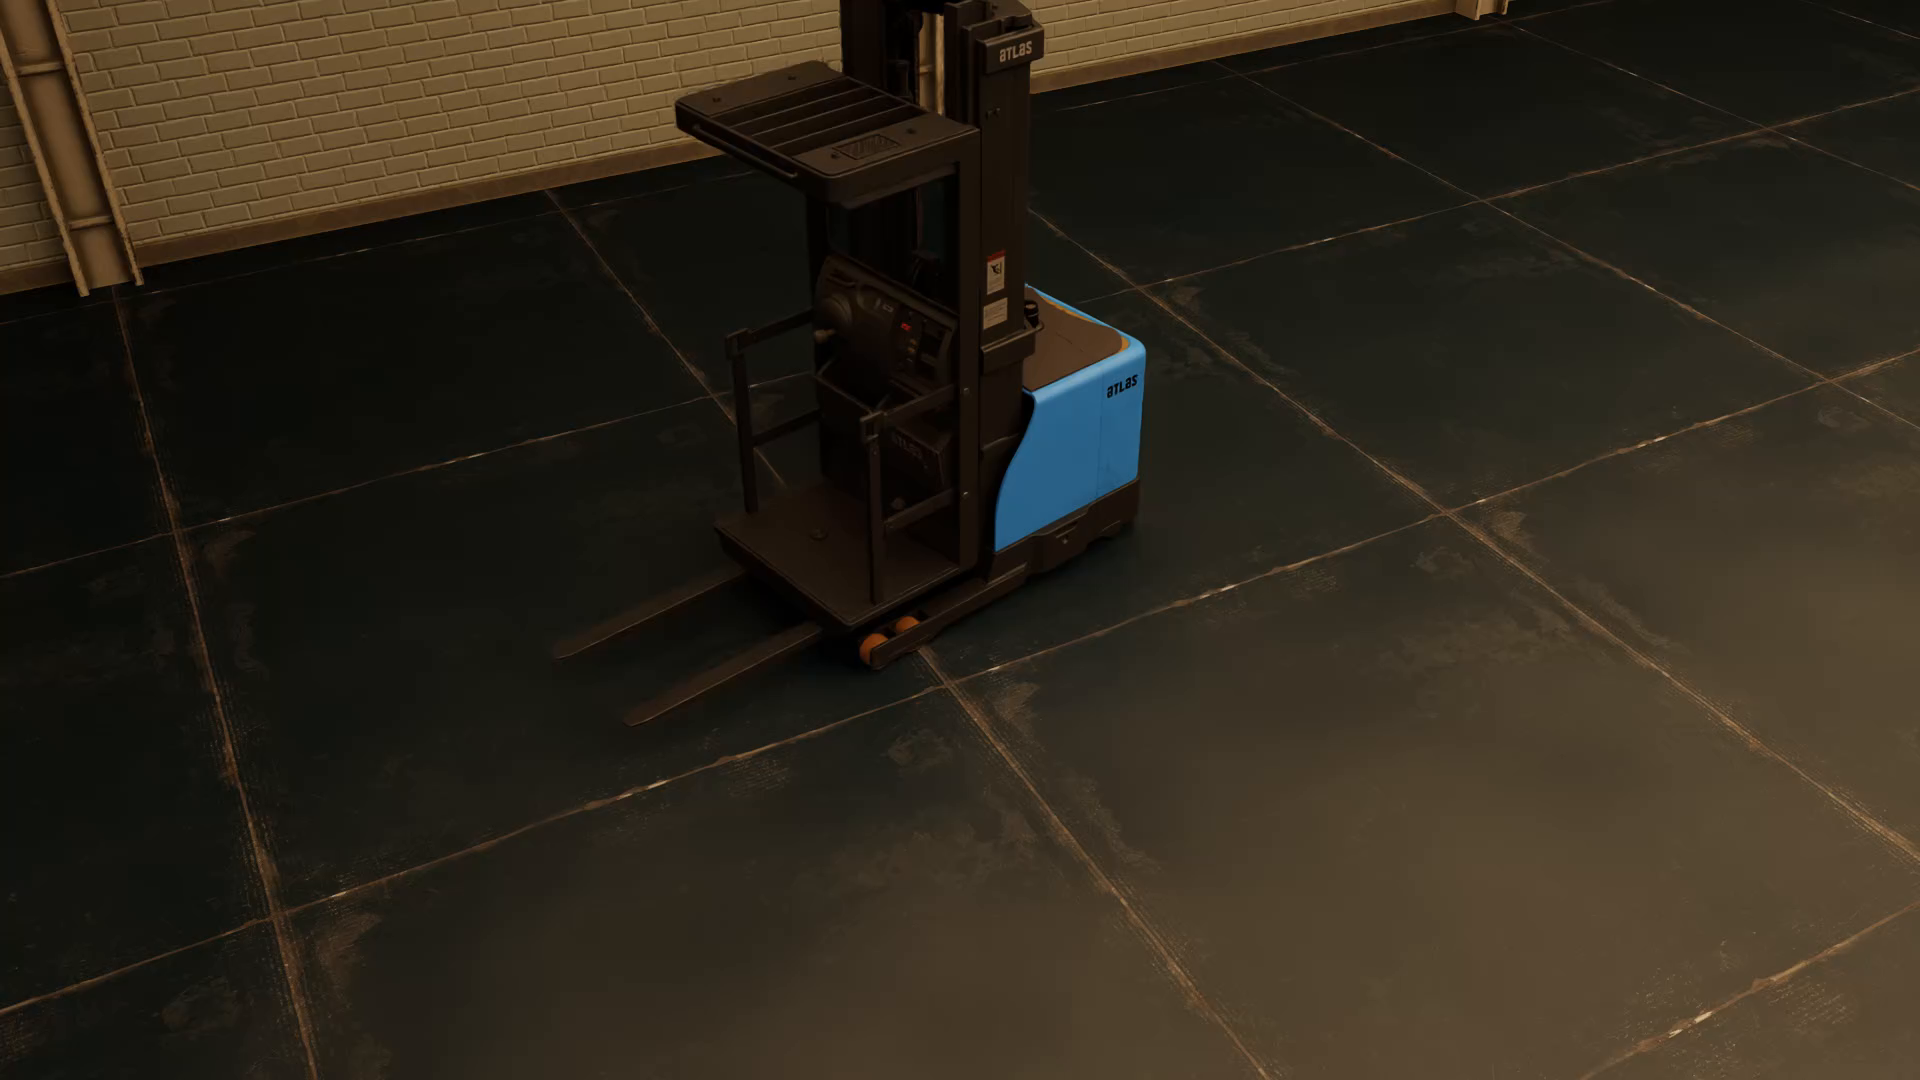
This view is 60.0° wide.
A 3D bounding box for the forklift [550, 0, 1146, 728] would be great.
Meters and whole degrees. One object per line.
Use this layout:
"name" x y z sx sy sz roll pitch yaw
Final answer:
"forklift" -0.508 -0.933 7.443 3.031 2.935 1.130 -27 43 -33
